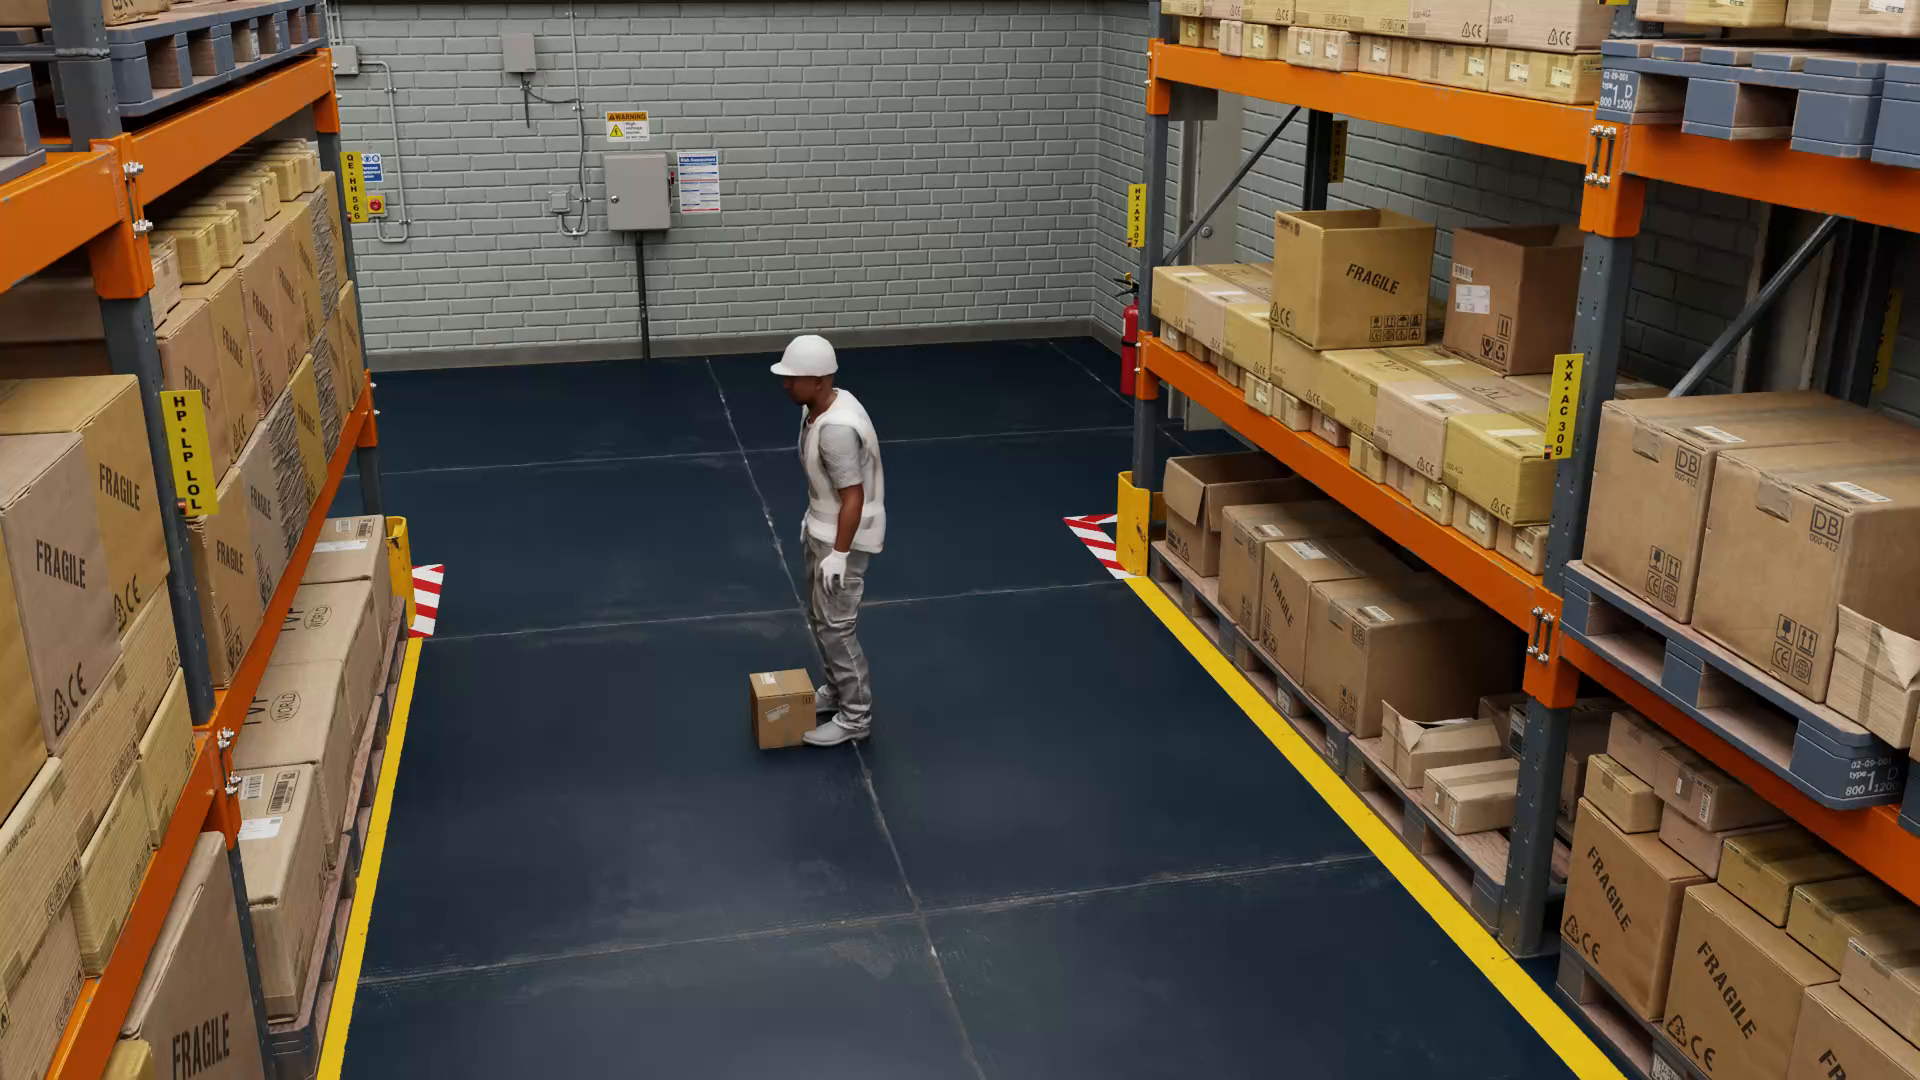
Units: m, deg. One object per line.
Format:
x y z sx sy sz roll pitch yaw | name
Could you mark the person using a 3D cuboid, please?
-0.553 -0.004 7.065 0.452 1.773 0.618 -5 20 -13 | person
